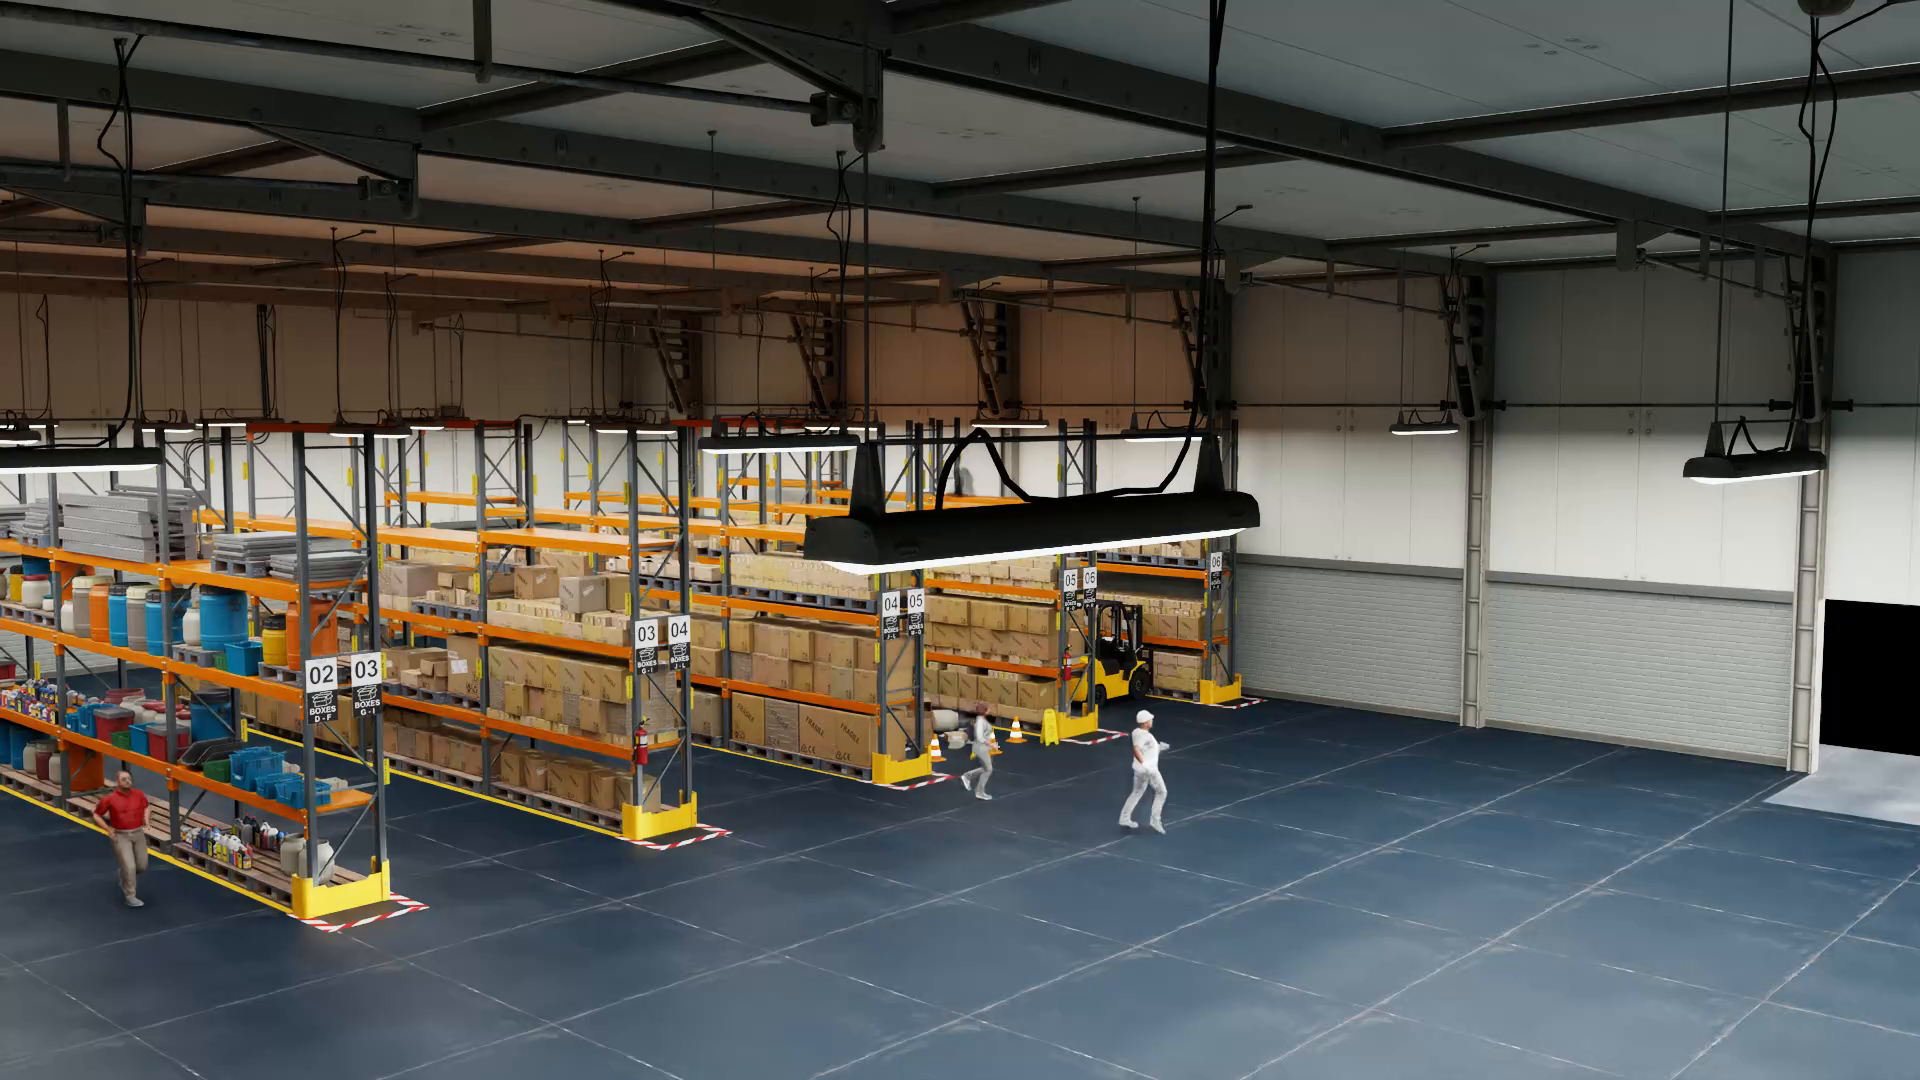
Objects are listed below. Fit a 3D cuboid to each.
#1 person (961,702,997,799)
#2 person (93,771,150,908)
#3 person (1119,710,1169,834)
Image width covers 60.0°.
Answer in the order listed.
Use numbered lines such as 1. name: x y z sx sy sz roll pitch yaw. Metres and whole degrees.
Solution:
1. person: 0.309 3.379 26.718 0.579 1.562 0.579 0 5 1
2. person: -10.583 3.764 21.083 0.779 1.682 0.672 4 6 38
3. person: 2.741 3.434 24.561 0.776 1.846 0.659 -1 5 -15
